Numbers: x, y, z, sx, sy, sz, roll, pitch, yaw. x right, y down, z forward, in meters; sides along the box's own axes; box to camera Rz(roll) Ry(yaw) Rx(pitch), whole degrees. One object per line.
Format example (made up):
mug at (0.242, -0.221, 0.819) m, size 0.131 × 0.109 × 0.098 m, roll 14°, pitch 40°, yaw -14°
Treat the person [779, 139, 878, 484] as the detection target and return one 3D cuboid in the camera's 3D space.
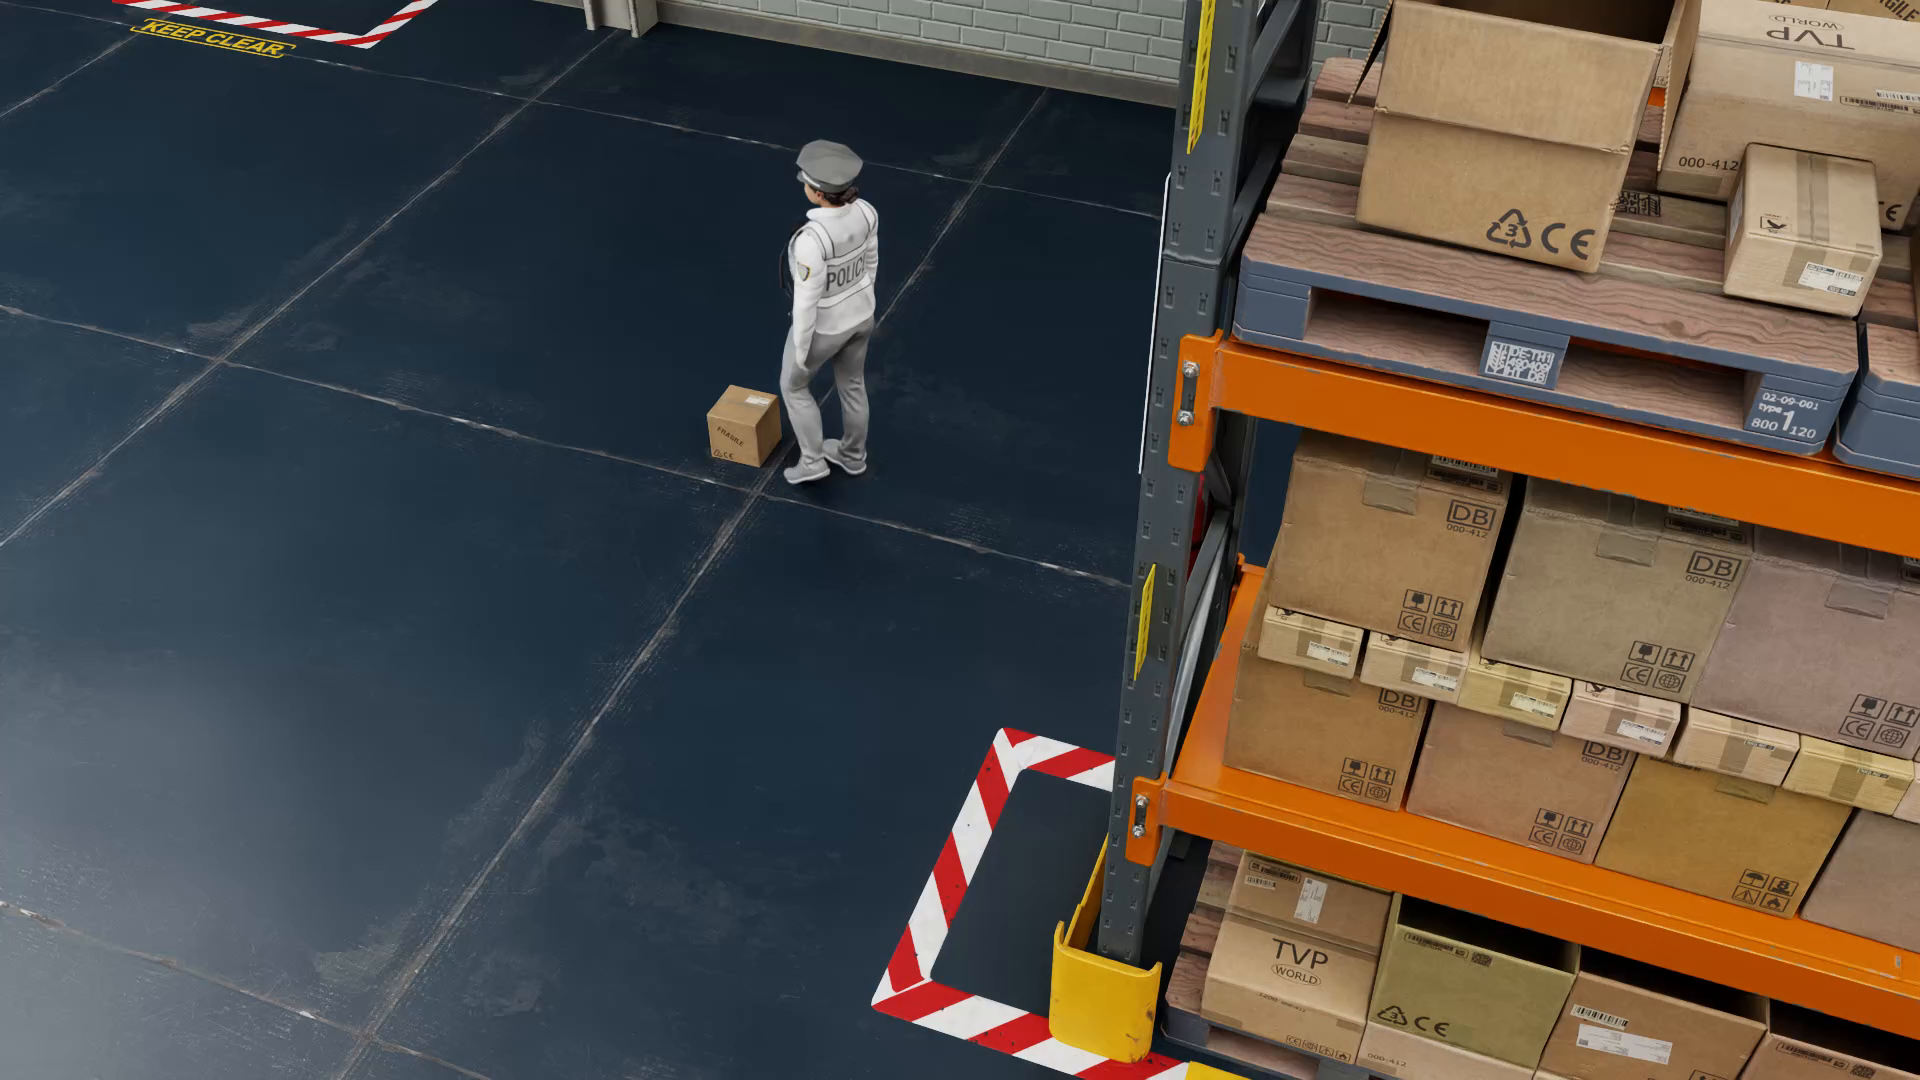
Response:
person at (-0.556, -0.944, 7.230) m, size 0.386 × 1.728 × 0.517 m, roll 33°, pitch 51°, yaw 31°
